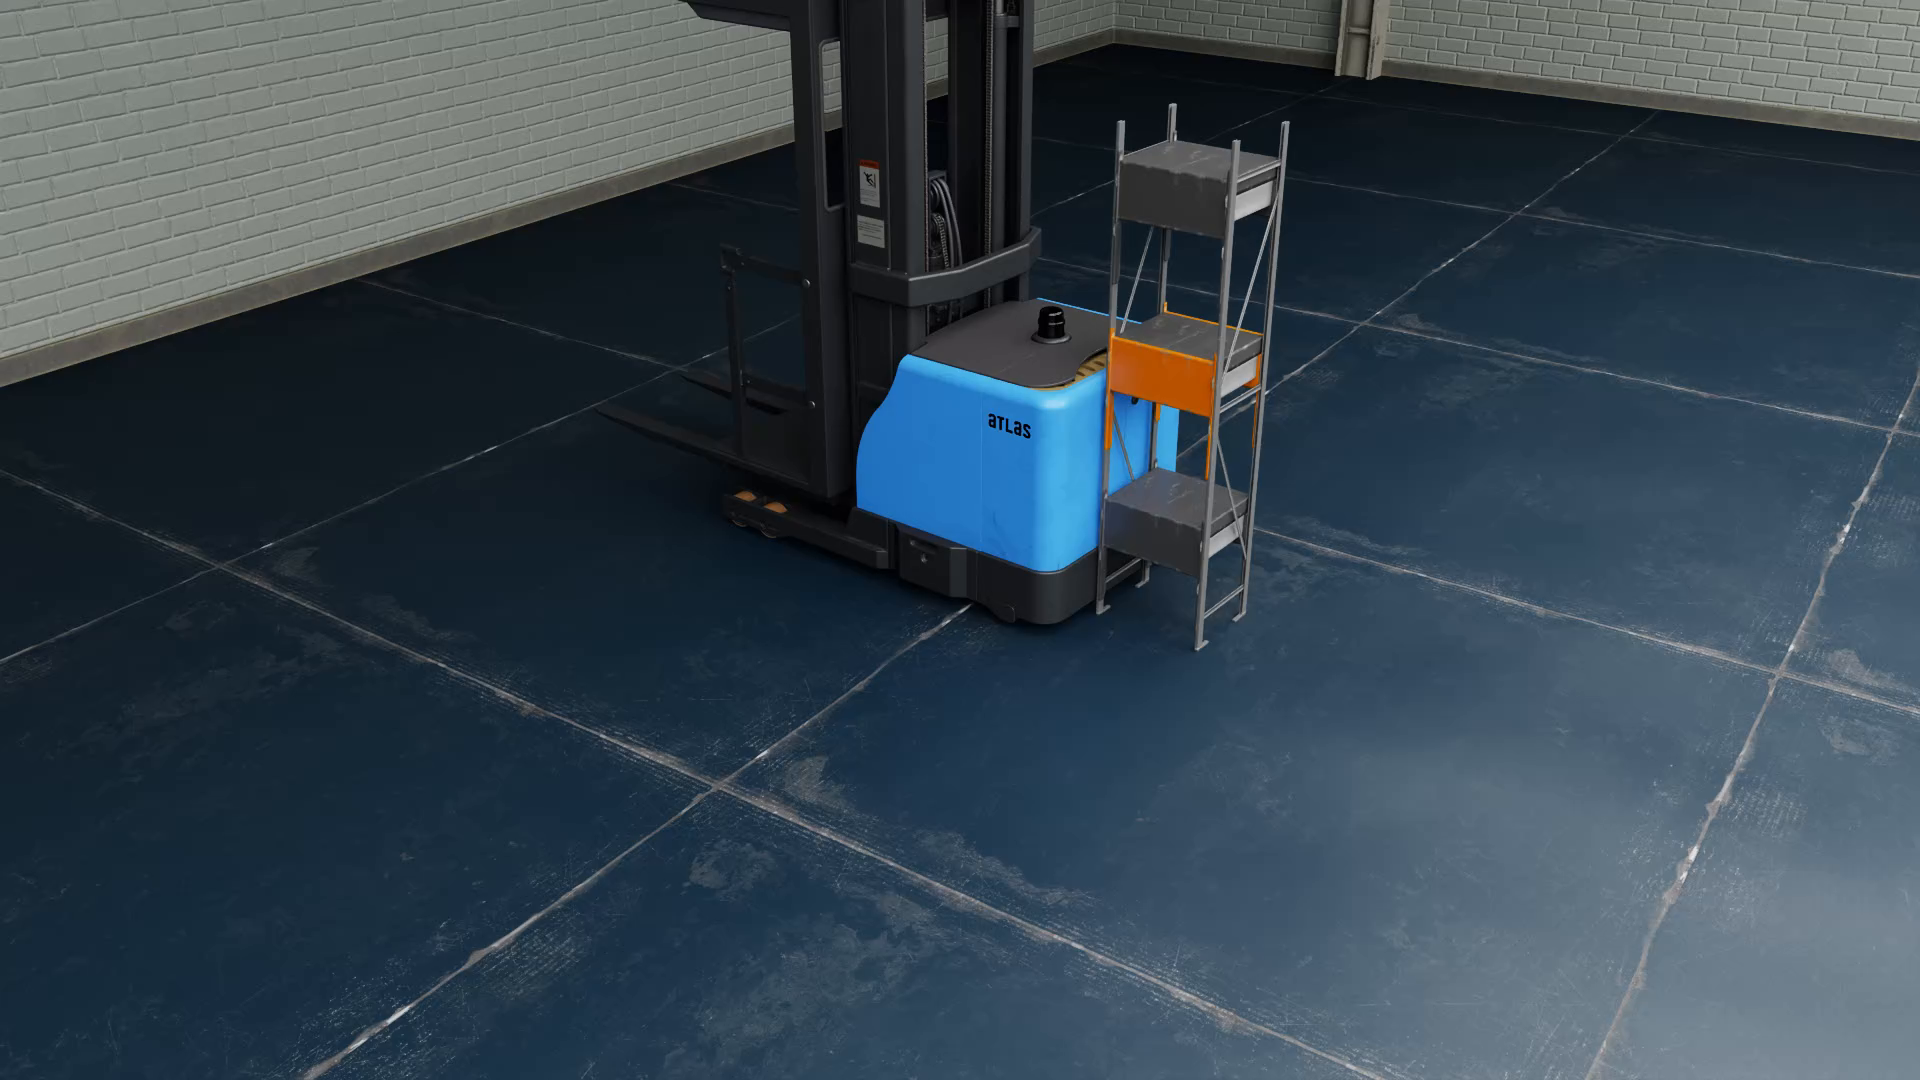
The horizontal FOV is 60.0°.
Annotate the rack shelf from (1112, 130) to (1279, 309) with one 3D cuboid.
[{"bbox_3d":[0.902,-1.228,6.335,0.480,0.518,0.431,20,33,33],"label":"rack shelf"}]

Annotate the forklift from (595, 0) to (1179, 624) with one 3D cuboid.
[{"bbox_3d":[-0.496,-1.483,7.432,3.031,2.935,1.130,20,33,33],"label":"forklift"}]

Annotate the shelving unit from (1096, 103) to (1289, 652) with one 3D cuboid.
[{"bbox_3d":[0.902,-0.617,6.646,0.503,2.100,0.431,20,33,33],"label":"shelving unit"}]

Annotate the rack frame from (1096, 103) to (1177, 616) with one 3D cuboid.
[{"bbox_3d":[0.710,-0.685,6.781,0.015,2.100,0.400,20,33,33],"label":"rack frame"}]

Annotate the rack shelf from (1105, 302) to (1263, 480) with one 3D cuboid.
[{"bbox_3d":[0.902,-0.604,6.653,0.480,0.518,0.431,20,33,33],"label":"rack shelf"}]

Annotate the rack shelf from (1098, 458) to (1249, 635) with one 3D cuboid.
[{"bbox_3d":[0.902,0.019,6.970,0.480,0.518,0.431,20,33,33],"label":"rack shelf"}]

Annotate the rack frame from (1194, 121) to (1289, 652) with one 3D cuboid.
[{"bbox_3d":[1.094,-0.548,6.512,0.015,2.100,0.400,20,33,33],"label":"rack frame"}]

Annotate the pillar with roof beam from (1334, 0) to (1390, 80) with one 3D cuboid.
[{"bbox_3d":[1.679,-7.210,11.996,0.400,9.000,9.100,17,32,30],"label":"pillar with roof beam"}]
